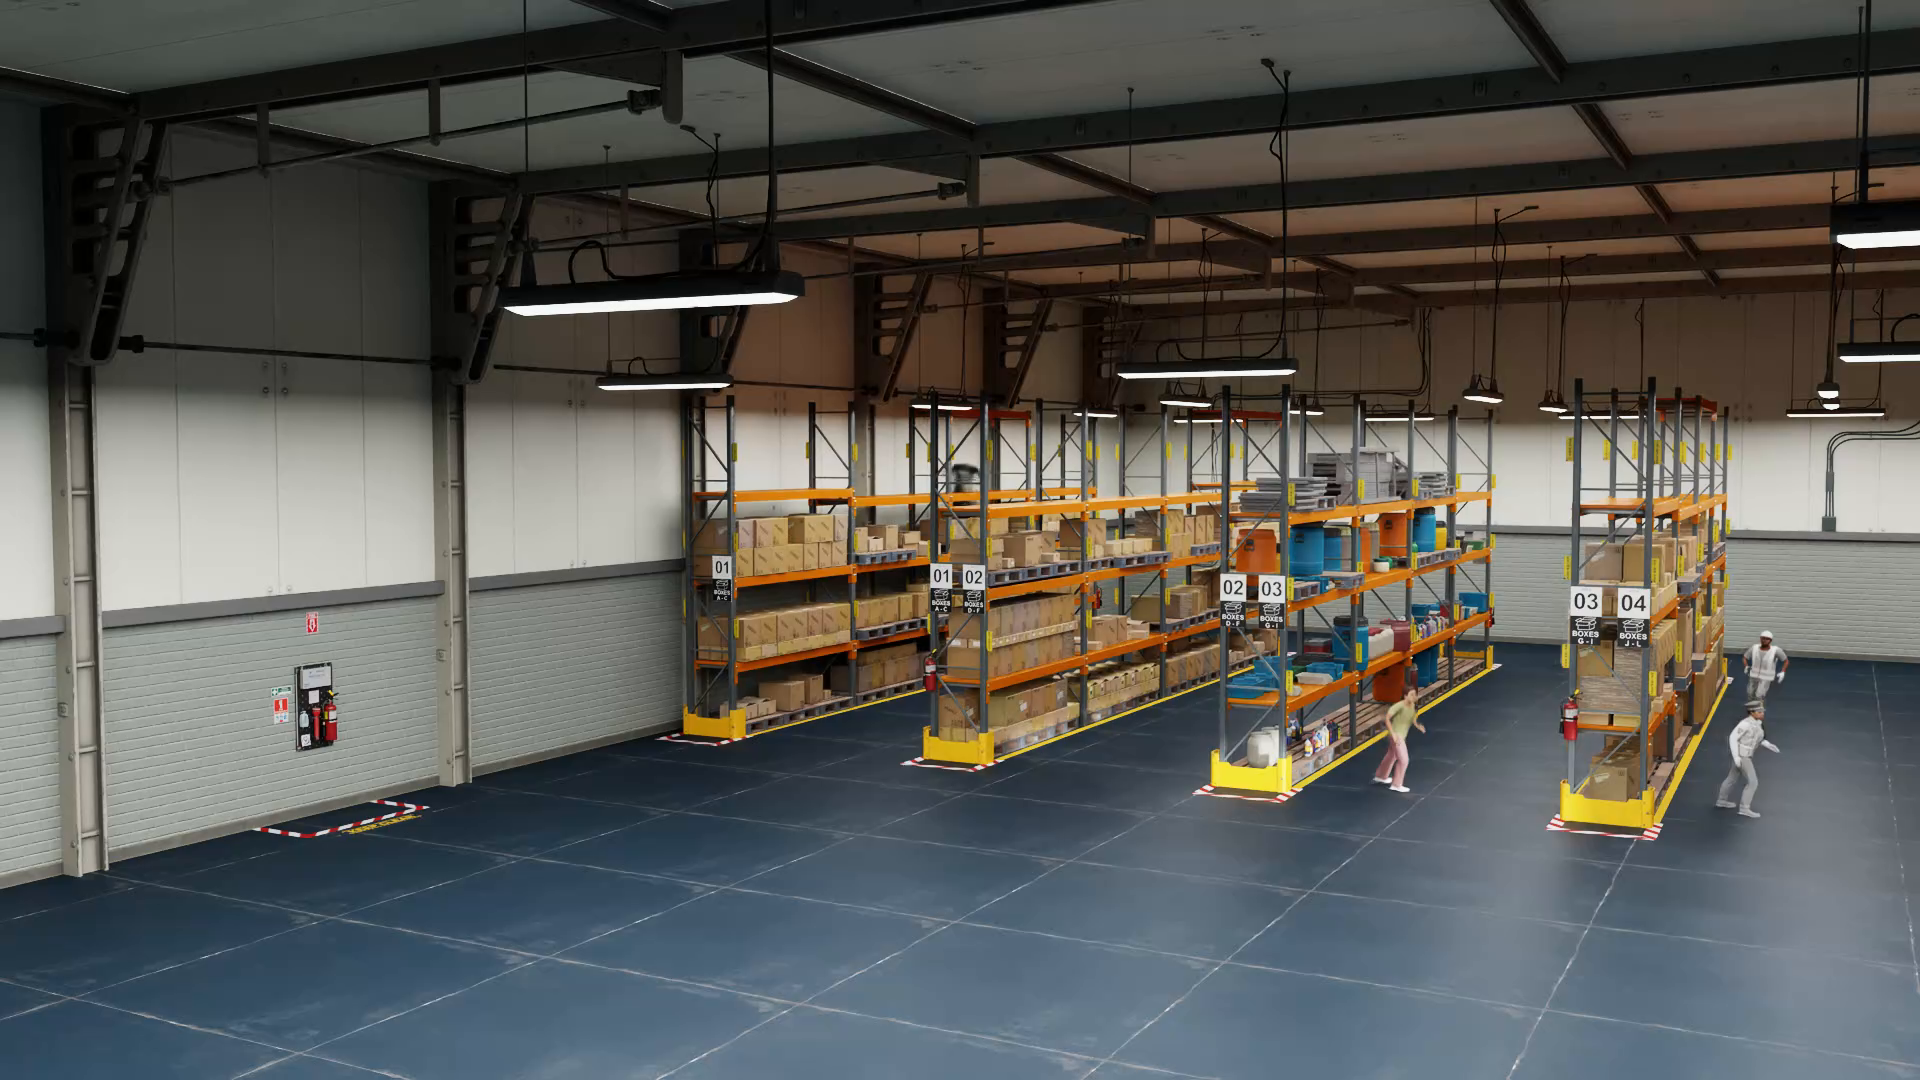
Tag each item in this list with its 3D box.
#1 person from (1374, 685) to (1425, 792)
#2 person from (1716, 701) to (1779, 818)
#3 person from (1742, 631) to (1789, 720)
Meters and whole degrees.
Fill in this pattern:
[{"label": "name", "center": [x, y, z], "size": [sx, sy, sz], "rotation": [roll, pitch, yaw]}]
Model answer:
[{"label": "person", "center": [6.489, 2.918, 24.669], "size": [0.826, 1.592, 0.639], "rotation": [3, 4, 41]}, {"label": "person", "center": [10.868, 2.996, 22.991], "size": [0.808, 1.613, 0.656], "rotation": [2, 4, 37]}, {"label": "person", "center": [14.567, 2.542, 30.184], "size": [0.757, 1.806, 0.720], "rotation": [3, 4, 44]}]
